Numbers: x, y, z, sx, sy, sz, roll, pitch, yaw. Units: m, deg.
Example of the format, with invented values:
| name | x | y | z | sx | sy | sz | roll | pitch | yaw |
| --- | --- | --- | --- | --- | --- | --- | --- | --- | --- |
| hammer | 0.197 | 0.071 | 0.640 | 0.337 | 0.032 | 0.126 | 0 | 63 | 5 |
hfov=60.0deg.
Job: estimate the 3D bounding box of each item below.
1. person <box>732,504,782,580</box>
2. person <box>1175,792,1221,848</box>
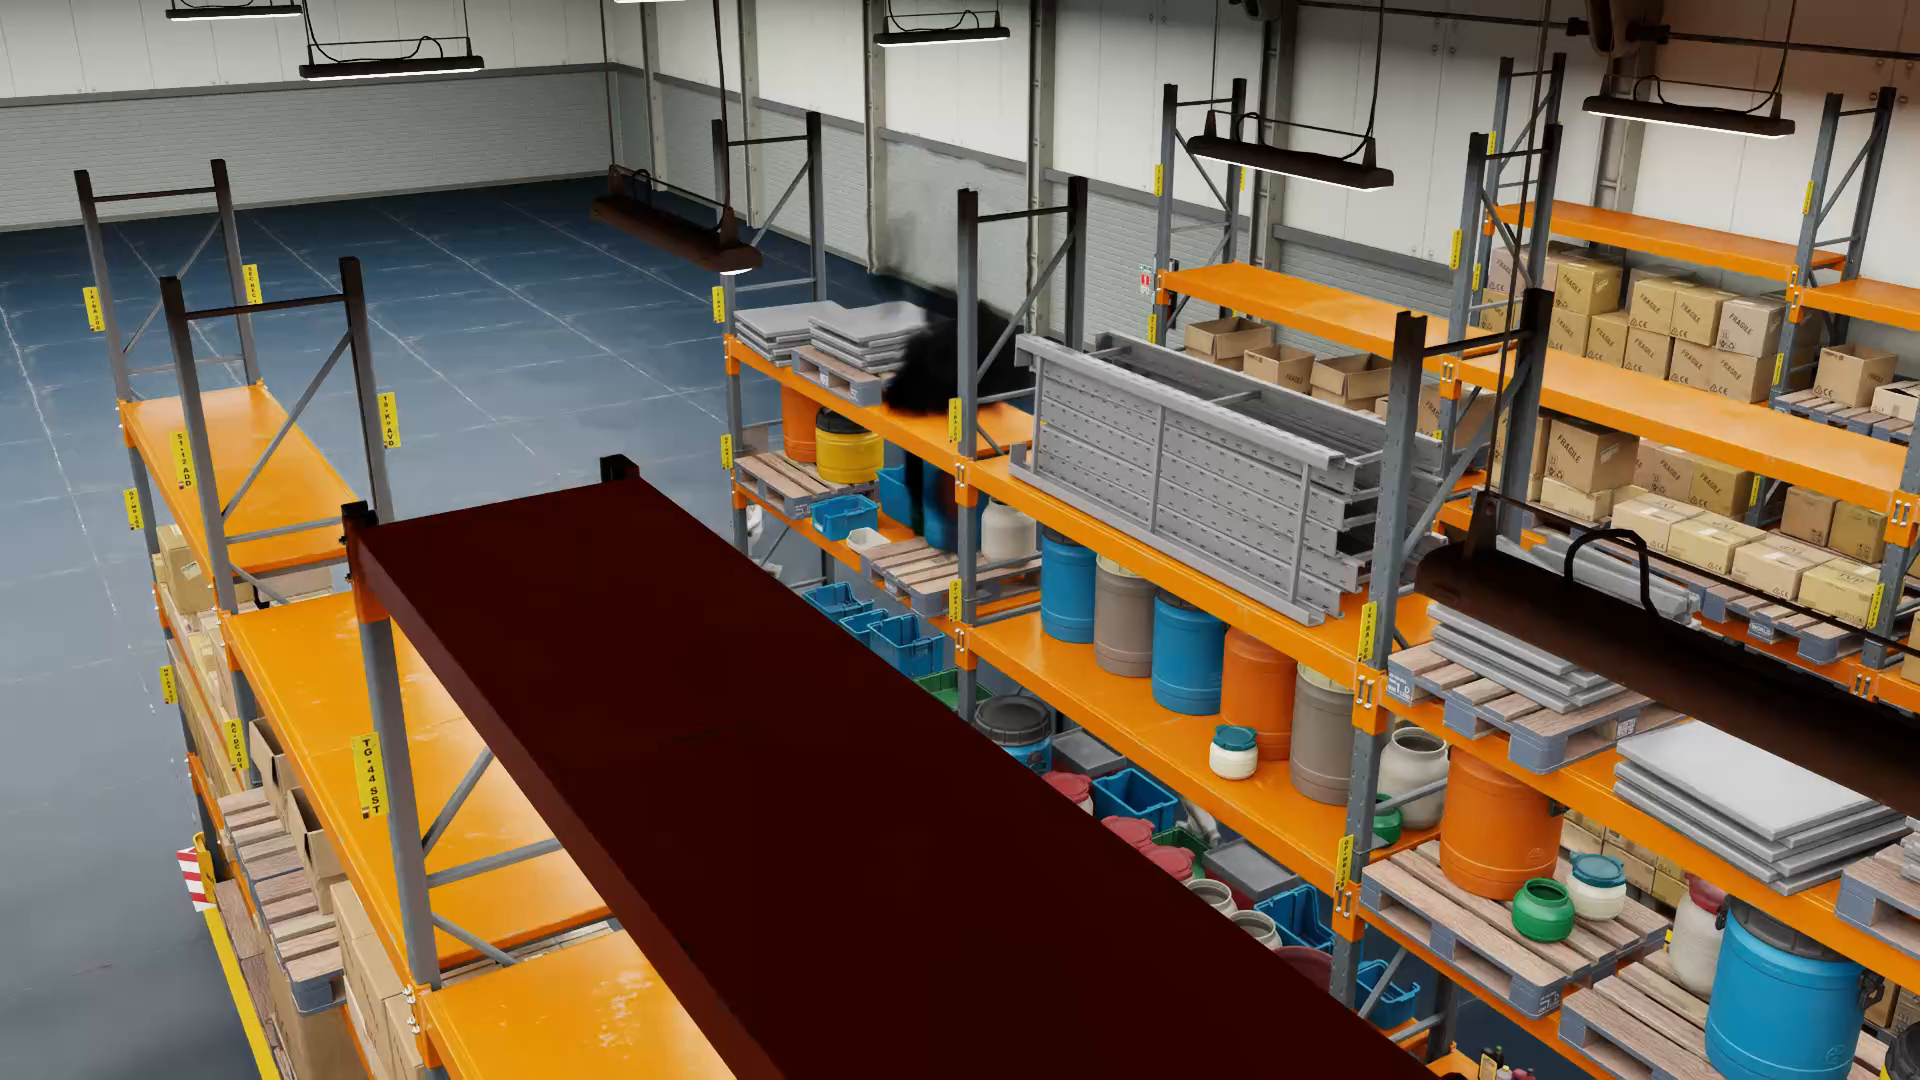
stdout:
| name | x | y | z | sx | sy | sz | roll | pitch | yaw |
| --- | --- | --- | --- | --- | --- | --- | --- | --- | --- |
| person | -2.416 | -0.105 | 19.465 | 0.587 | 1.665 | 0.617 | -3 | 22 | -7 |
| person | 2.041 | 1.771 | 13.898 | 0.646 | 1.759 | 0.667 | -12 | 25 | -27 |
